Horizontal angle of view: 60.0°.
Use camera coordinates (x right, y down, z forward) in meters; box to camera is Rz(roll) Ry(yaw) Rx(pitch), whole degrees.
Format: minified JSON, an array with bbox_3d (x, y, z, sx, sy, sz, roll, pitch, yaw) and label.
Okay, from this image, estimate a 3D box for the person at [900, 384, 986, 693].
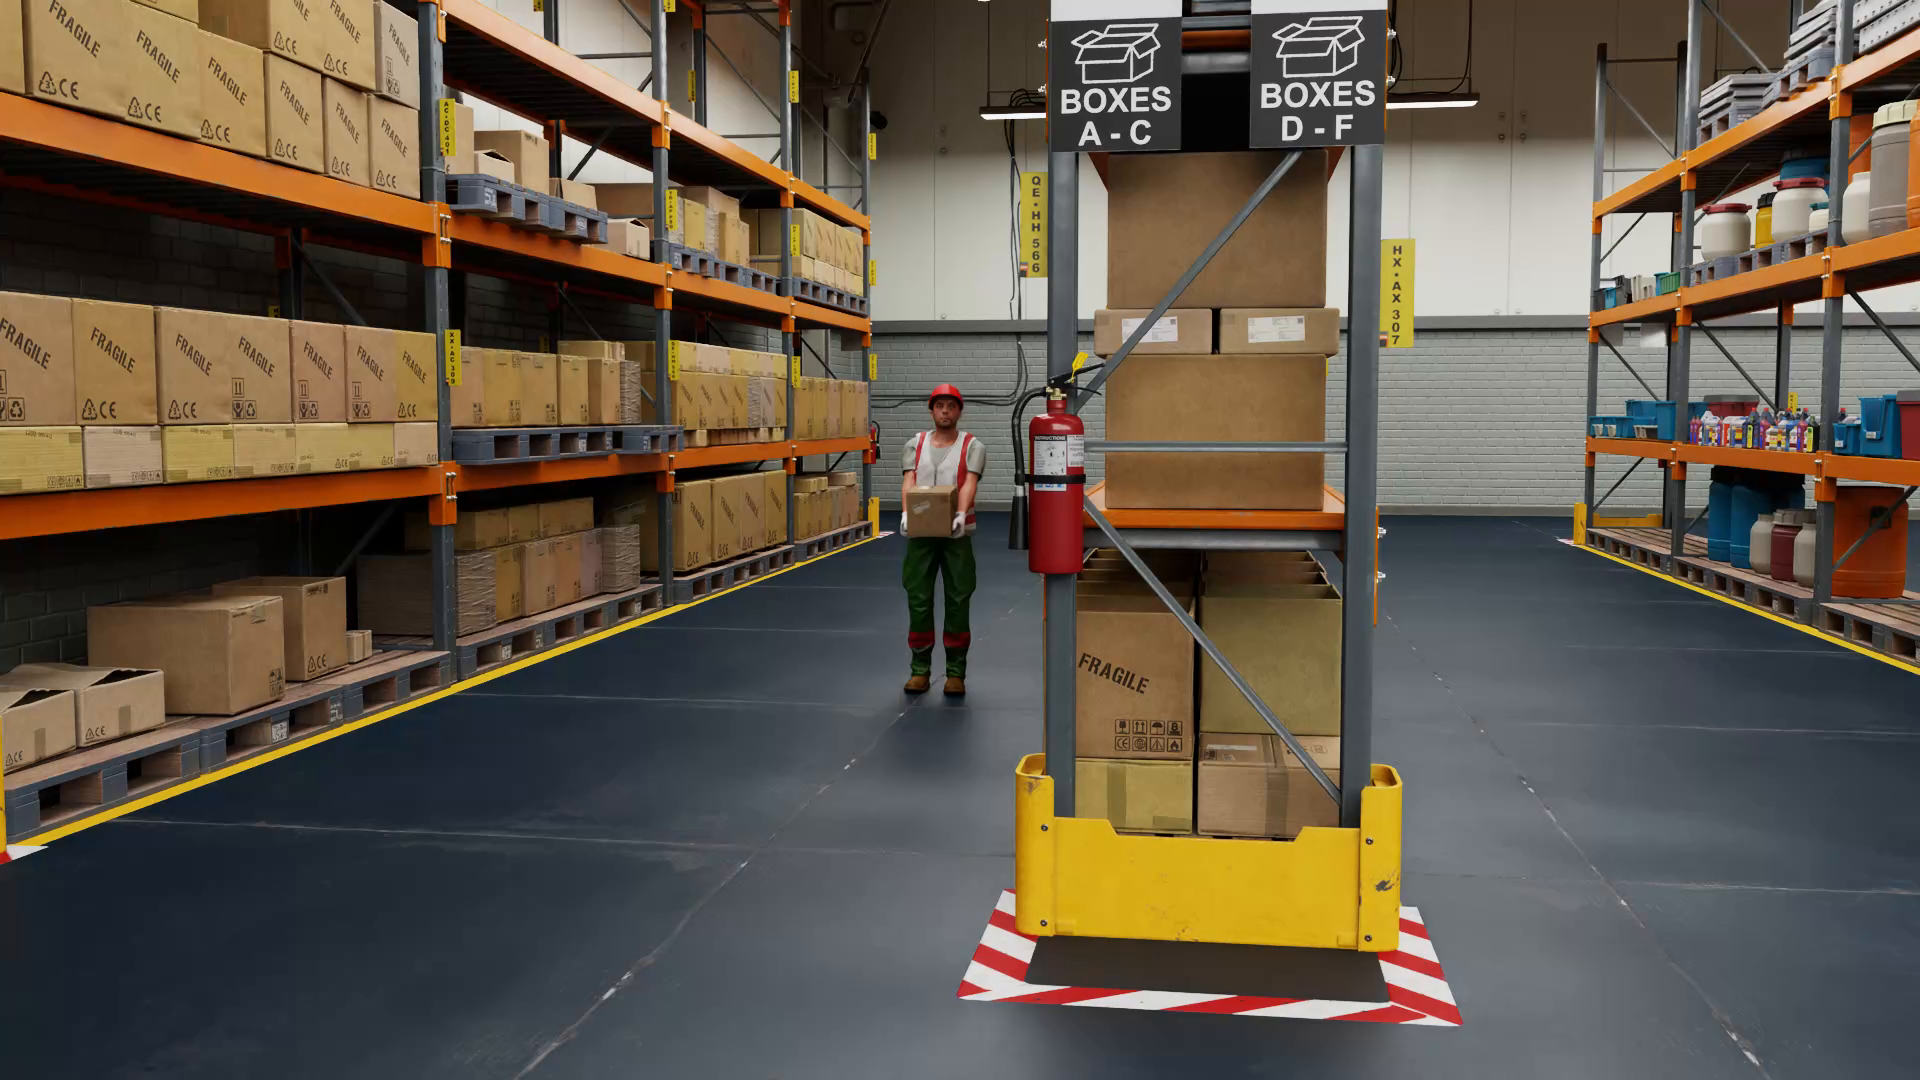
[{"bbox_3d":[-0.114,-0.007,9.555,0.494,1.782,0.564,1,4,9],"label":"person"}]
